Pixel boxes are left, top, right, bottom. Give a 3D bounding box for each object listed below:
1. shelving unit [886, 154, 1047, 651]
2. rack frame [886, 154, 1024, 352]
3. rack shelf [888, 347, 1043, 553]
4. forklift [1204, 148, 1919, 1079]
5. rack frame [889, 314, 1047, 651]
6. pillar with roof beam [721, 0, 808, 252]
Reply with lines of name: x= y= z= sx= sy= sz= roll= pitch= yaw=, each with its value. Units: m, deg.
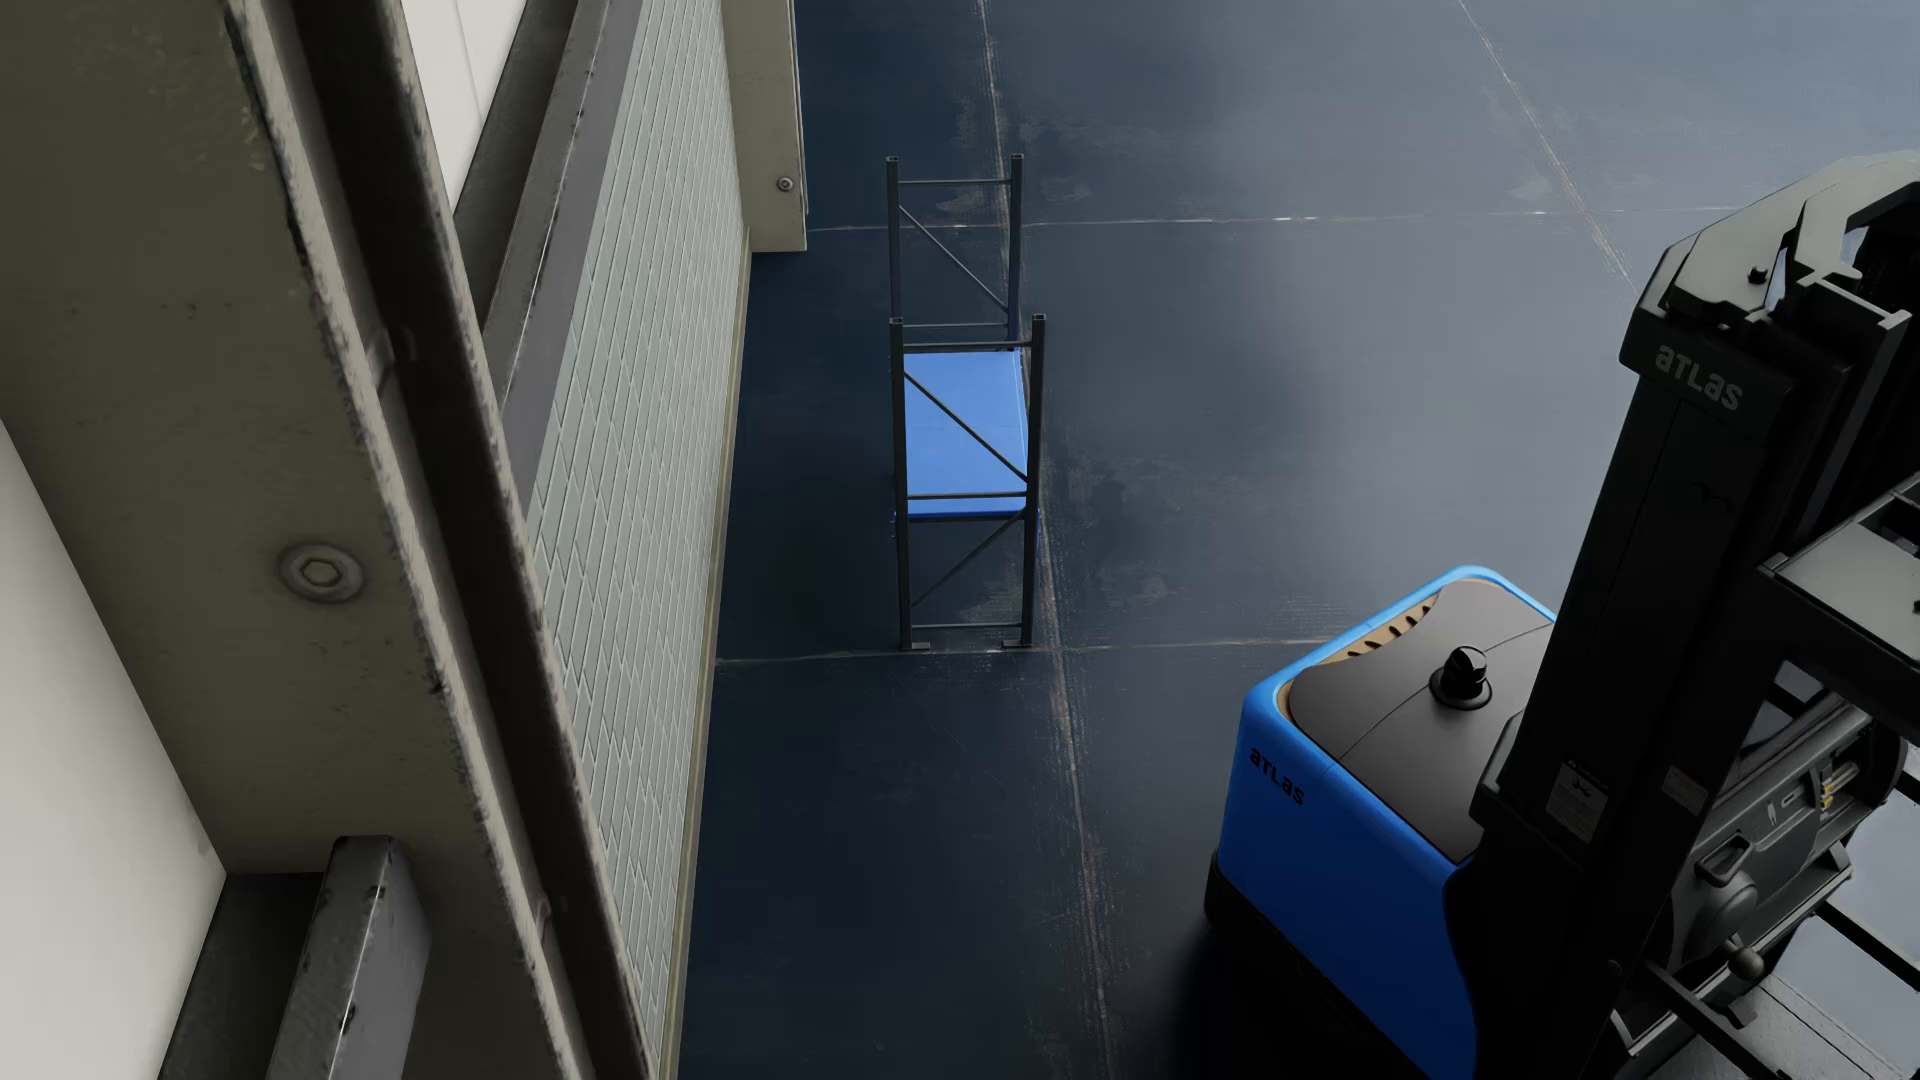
shelving unit: x=0.004 y=-0.495 z=6.180 sx=0.538 sy=1.500 sz=1.048 roll=-2 pitch=43 yaw=-2
rack frame: x=-0.018 y=-0.838 z=6.555 sx=0.500 sy=1.500 sz=0.032 roll=-2 pitch=43 yaw=-2
rack shelf: x=0.004 y=-0.363 z=6.302 sx=0.538 sy=0.185 sz=1.000 roll=-2 pitch=43 yaw=-2
forklift: x=2.057 y=0.760 z=3.751 sx=1.130 sy=2.935 sz=3.031 roll=-26 pitch=49 yaw=-26
rack frame: x=0.025 y=-0.152 z=5.806 sx=0.500 sy=1.500 sz=0.032 roll=-2 pitch=43 yaw=-2
pillar with roof beam: x=3.368 y=-5.019 z=5.566 sx=9.100 sy=9.000 sz=0.400 roll=-2 pitch=43 yaw=-2
